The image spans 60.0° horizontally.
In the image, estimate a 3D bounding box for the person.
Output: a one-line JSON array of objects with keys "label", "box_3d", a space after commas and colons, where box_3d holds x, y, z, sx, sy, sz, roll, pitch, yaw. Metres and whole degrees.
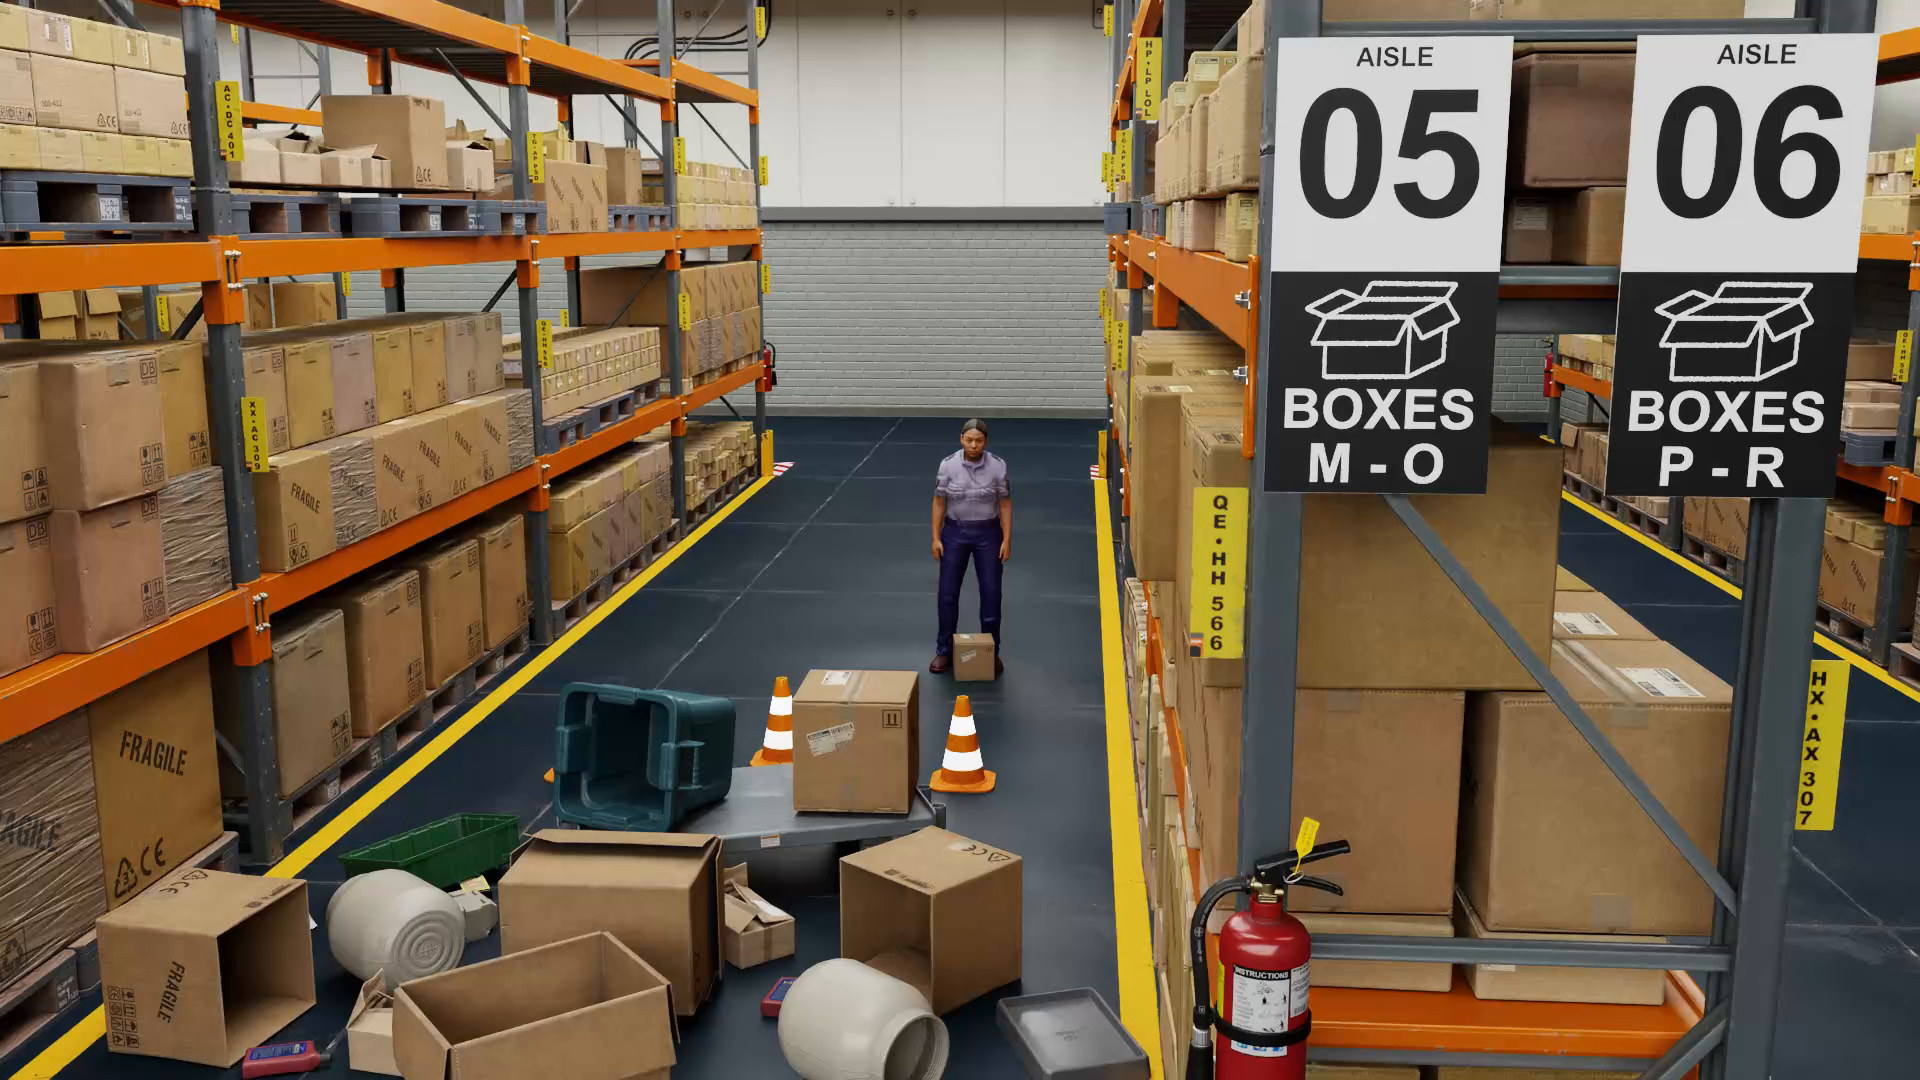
[{"label": "person", "box_3d": [0.070, 0.023, 10.830, 0.538, 1.651, 0.378, 0, 11, 2]}]
